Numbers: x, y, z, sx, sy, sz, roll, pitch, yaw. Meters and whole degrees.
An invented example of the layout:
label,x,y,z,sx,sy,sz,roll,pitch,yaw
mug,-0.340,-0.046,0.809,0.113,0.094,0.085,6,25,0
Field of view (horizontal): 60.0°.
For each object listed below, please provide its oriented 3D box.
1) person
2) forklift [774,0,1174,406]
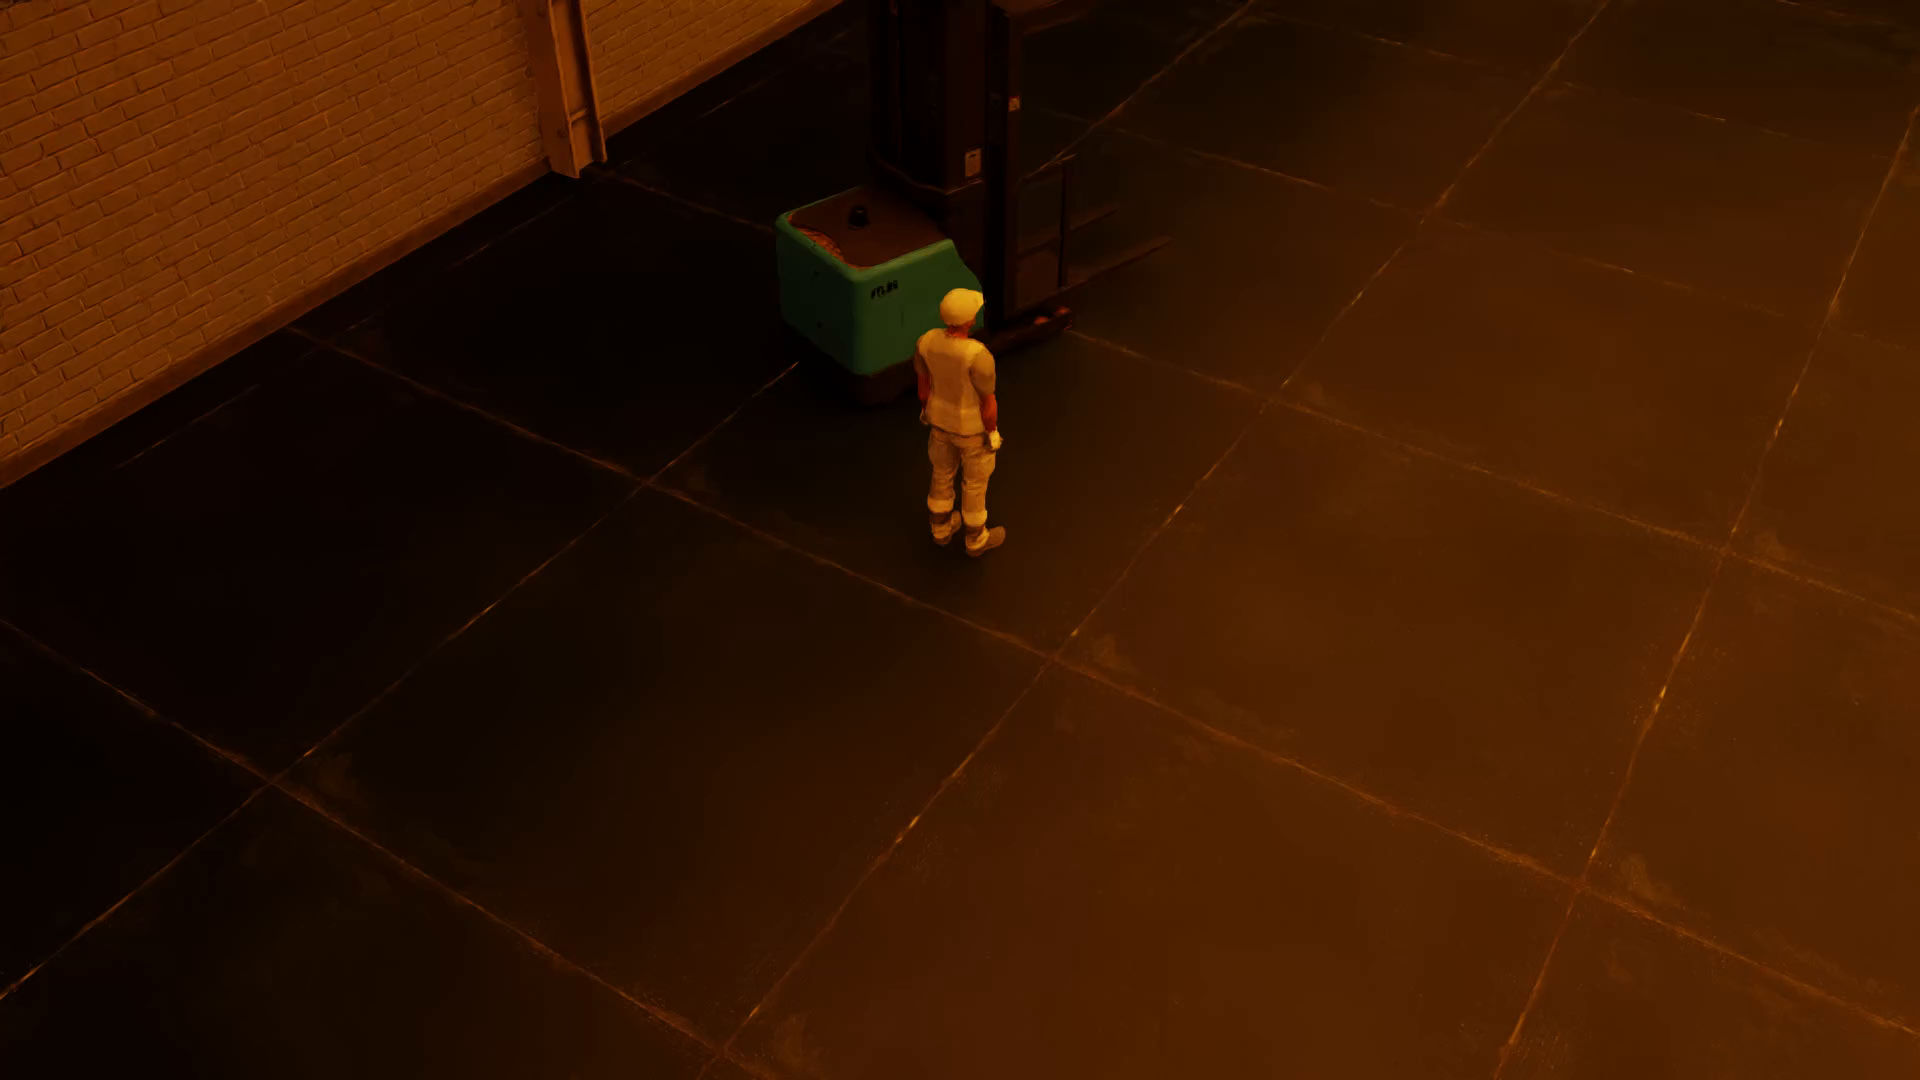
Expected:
label,x,y,z,sx,sy,sz,roll,pitch,yaw
person,0.010,-0.695,9.669,0.540,1.795,0.349,22,45,24
forklift,0.216,-2.803,11.275,3.031,2.935,1.130,-26,47,-28
